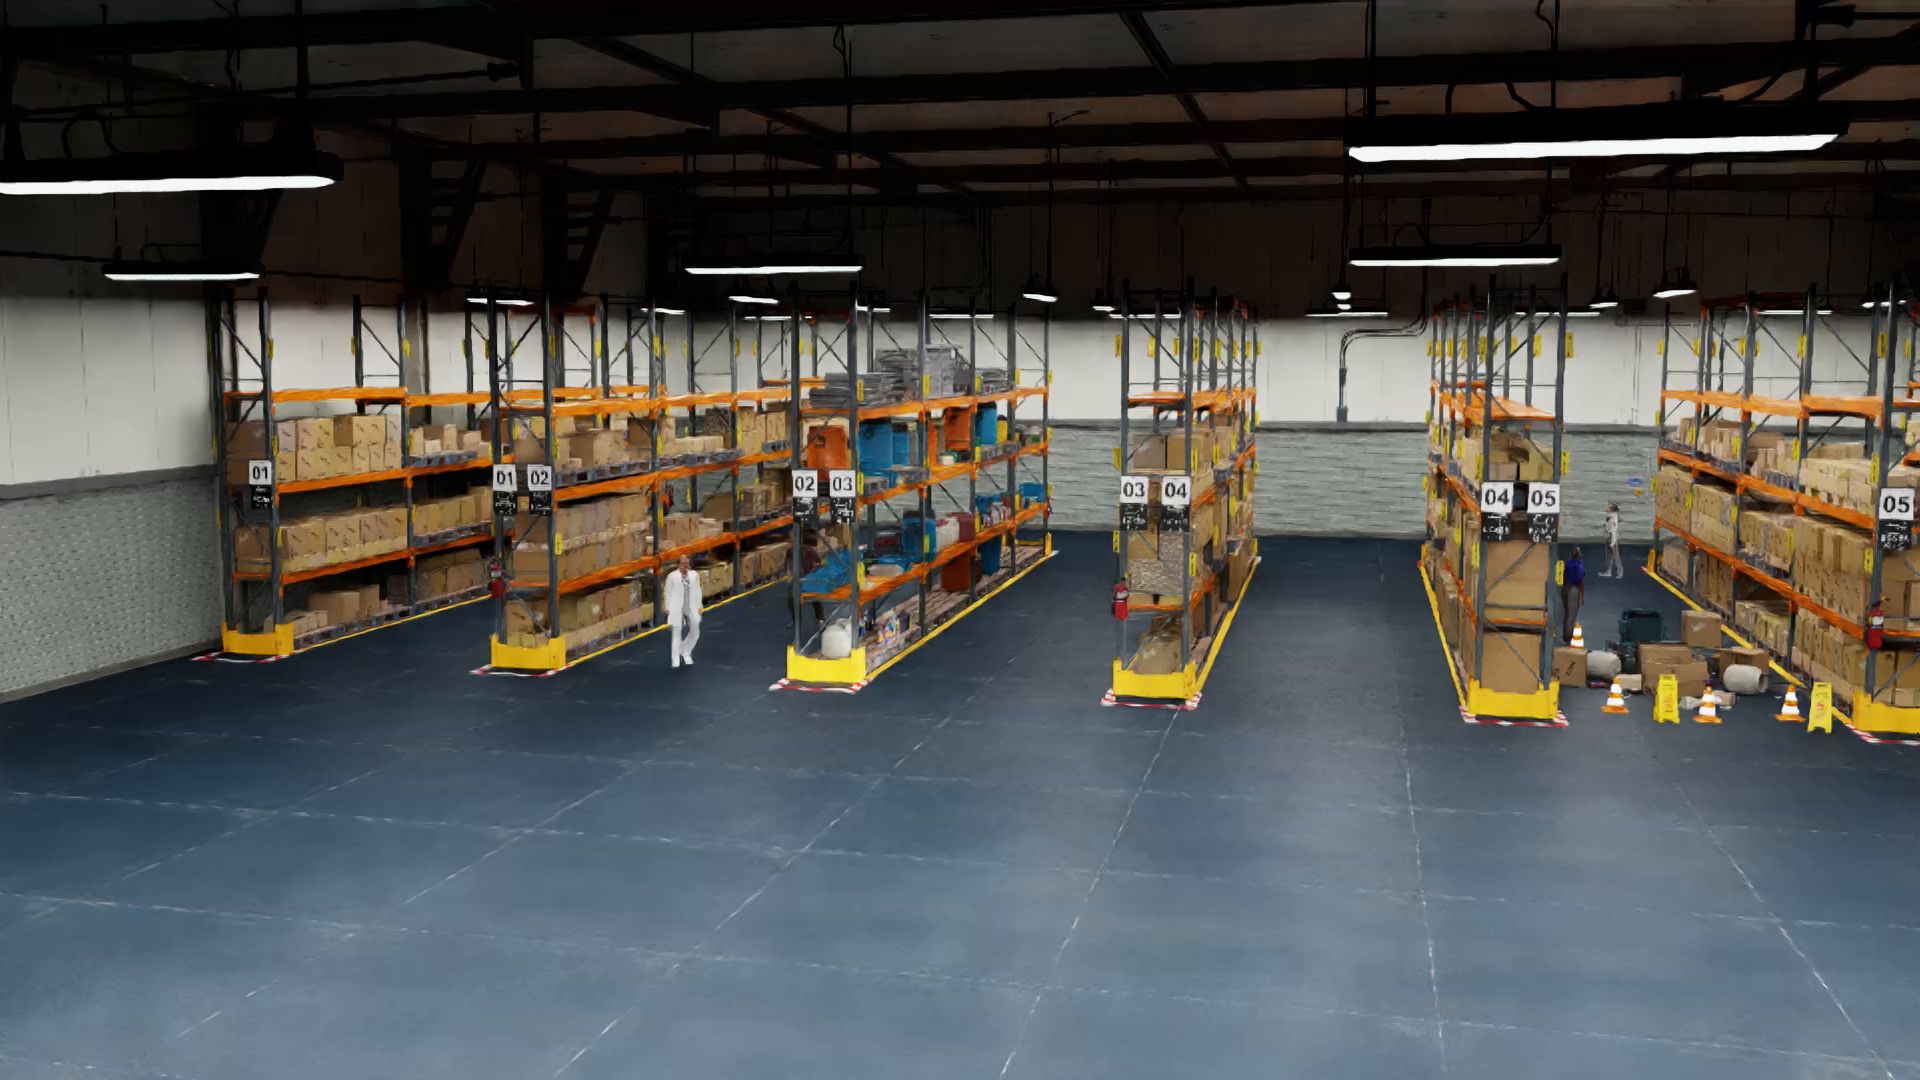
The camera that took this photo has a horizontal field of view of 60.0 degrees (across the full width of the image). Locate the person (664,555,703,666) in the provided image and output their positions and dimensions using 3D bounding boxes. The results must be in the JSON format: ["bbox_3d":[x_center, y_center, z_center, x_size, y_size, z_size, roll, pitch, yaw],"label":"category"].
[{"bbox_3d":[-4.358,1.100,26.228,0.595,1.766,0.503,-3,7,-26],"label":"person"}]

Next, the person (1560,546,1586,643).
[{"bbox_3d":[10.446,0.922,28.291,0.508,1.658,0.548,-1,7,-13],"label":"person"}]

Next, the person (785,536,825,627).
[{"bbox_3d":[-2.822,0.714,30.078,0.756,1.696,0.723,2,7,18],"label":"person"}]

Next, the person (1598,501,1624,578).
[{"bbox_3d":[14.324,-0.016,36.505,0.492,1.668,0.653,2,7,13],"label":"person"}]
